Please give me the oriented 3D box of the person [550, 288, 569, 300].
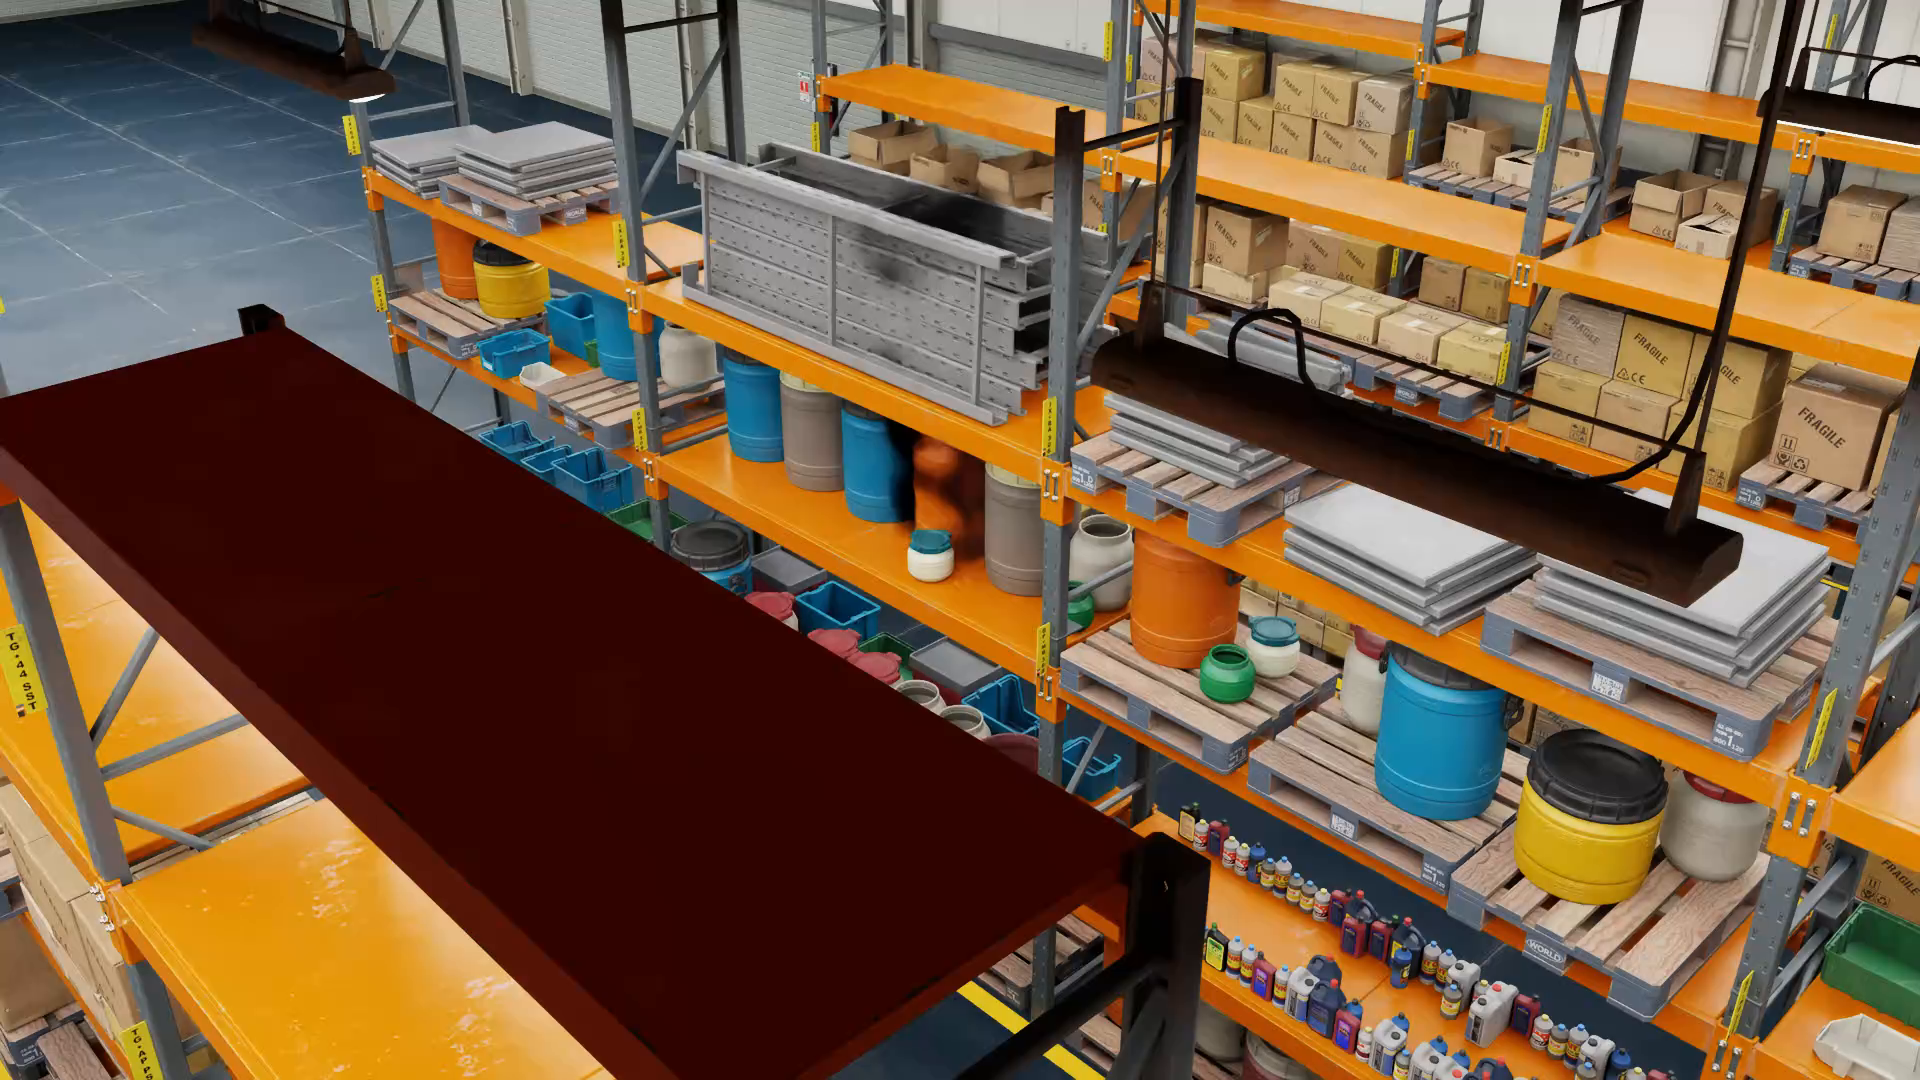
[{"bbox_3d":[-4.337,-2.175,19.250,0.775,1.622,0.614,-14,31,-24],"label":"person"}]
